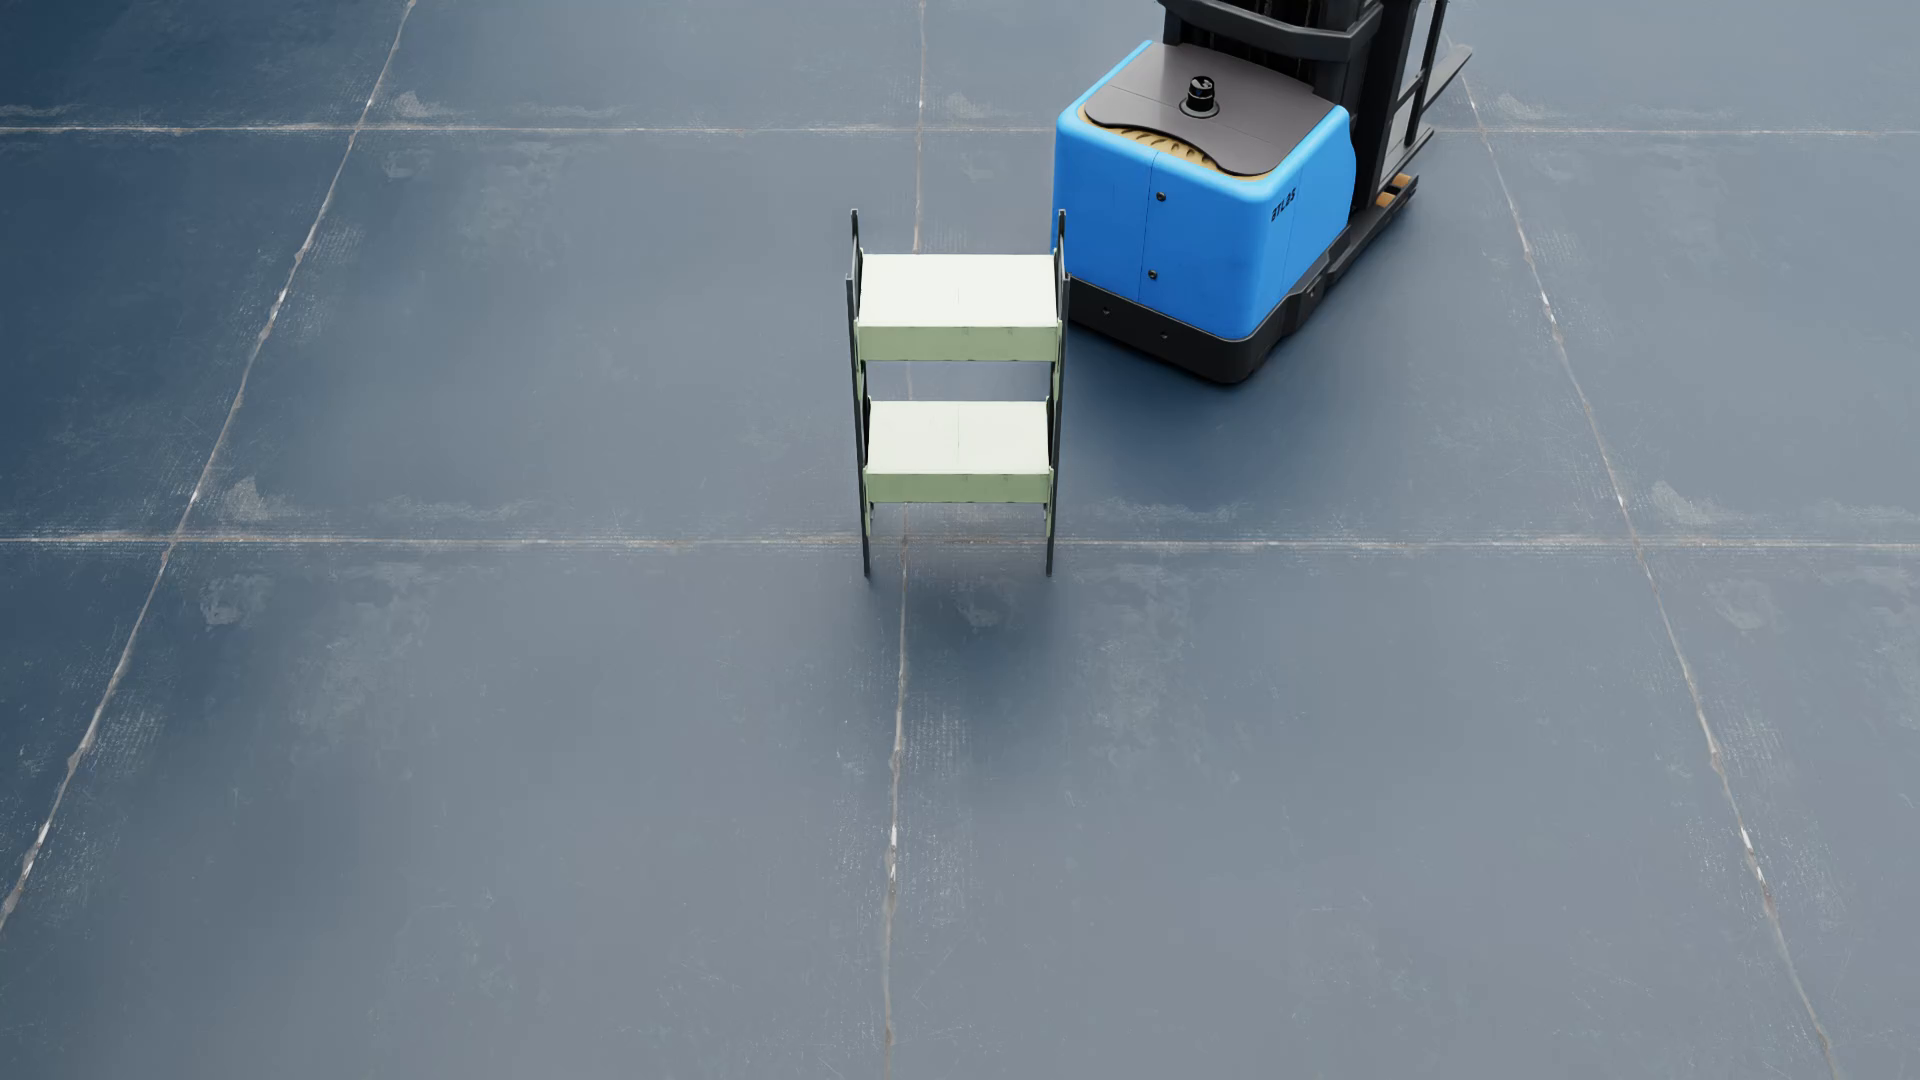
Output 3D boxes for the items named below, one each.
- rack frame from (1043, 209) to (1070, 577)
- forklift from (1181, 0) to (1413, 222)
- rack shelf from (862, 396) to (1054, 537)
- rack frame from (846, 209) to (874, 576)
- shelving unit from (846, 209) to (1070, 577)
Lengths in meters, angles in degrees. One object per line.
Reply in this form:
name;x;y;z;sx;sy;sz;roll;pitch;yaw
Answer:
rack frame;0.359;-0.510;6.281;0.023;1.500;0.400;0;47;0
forklift;20.240;-4.426;4.794;32.329;9.011;23.083;27;53;23
rack shelf;14.704;-0.157;6.561;30.141;0.609;6.000;0;47;0
rack frame;-0.373;-0.512;6.283;0.023;1.500;0.400;0;47;0
shelving unit;14.695;-0.461;6.235;30.159;1.500;6.000;0;47;0
